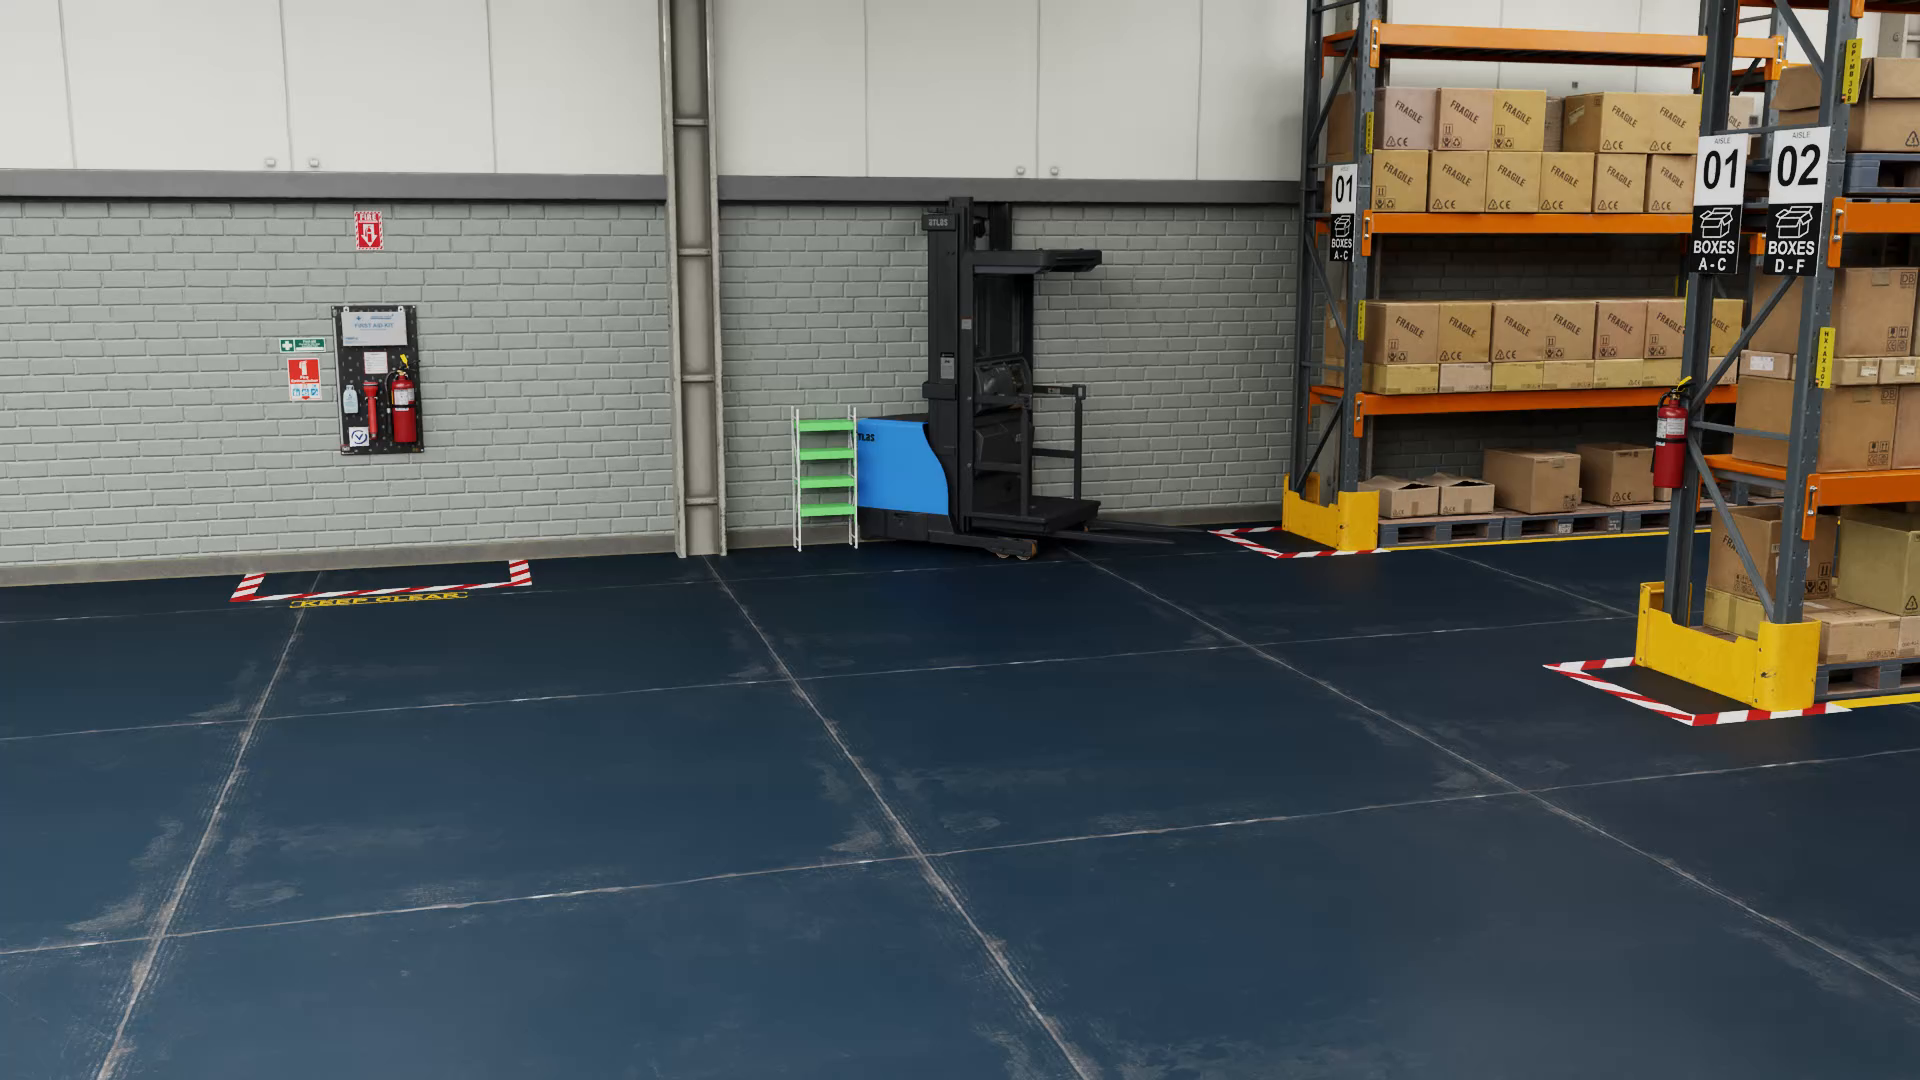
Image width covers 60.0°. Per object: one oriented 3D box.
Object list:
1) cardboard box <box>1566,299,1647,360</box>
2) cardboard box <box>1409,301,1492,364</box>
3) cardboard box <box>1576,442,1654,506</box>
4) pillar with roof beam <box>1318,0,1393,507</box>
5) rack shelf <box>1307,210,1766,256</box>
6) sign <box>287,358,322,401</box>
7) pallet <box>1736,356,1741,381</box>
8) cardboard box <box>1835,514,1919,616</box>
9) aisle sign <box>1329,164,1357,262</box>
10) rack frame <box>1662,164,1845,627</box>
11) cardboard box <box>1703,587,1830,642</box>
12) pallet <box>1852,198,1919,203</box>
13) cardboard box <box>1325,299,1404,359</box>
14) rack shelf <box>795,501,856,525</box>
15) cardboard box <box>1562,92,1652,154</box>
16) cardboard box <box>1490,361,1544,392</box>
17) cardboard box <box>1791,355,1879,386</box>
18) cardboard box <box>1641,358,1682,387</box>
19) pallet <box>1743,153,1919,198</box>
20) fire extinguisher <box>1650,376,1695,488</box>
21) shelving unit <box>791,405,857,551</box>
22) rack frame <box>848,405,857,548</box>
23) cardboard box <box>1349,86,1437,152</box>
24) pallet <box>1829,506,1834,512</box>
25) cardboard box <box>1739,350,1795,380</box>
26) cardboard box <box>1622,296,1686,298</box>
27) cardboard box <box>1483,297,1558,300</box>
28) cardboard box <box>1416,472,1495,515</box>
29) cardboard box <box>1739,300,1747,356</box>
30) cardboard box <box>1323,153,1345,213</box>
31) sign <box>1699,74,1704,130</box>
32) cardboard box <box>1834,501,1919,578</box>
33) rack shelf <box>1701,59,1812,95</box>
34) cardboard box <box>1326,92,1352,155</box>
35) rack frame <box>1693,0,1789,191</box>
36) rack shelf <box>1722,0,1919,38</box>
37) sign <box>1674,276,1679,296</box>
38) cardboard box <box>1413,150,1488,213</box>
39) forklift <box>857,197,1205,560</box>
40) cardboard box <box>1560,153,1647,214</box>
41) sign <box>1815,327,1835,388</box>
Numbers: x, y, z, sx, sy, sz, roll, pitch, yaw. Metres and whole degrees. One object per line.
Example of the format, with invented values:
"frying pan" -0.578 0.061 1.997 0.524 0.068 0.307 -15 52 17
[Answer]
"cardboard box" 5.668 -1.862 14.665 0.500 0.500 0.500 -3 11 -18
"cardboard box" 4.179 -1.783 14.233 0.500 0.500 0.500 -3 11 -16
"cardboard box" 6.014 -0.613 15.278 0.500 0.500 0.500 -4 11 -20
"pillar with roof beam" 4.792 -3.870 10.716 0.400 9.000 9.100 -3 11 -16
"rack shelf" 5.079 -2.705 14.658 4.000 0.370 1.077 -3 11 -16
"sign" -5.115 -1.254 12.974 0.234 0.329 0.001 -3 11 -16
"pallet" 7.774 -1.604 15.504 1.213 0.211 1.003 -3 11 -16
"cardboard box" 5.604 0.141 9.858 0.500 0.500 0.500 -3 11 -16
"aisle sign" 3.174 -2.705 13.776 0.004 0.787 0.394 -3 11 -16
"rack frame" 4.547 -0.622 9.638 0.127 3.000 1.000 -3 11 -16
"cardboard box" 4.979 0.446 10.275 0.500 0.250 0.500 -3 11 -16
"pallet" 8.617 -3.134 15.517 1.003 0.211 1.213 -3 11 -16
"cardboard box" 3.552 -1.848 14.589 0.500 0.500 0.500 -3 11 -17
"rack shelf" -1.150 -0.229 14.157 0.480 0.148 0.258 -3 11 -17
"cardboard box" 5.572 -3.581 14.334 0.500 0.500 0.500 -3 11 -18
"cardboard box" 4.702 -1.442 14.451 0.500 0.250 0.500 -3 11 -17
"cardboard box" 4.984 -0.972 9.475 0.250 0.149 0.380 -3 11 -16
"cardboard box" 6.149 -1.521 14.881 0.500 0.250 0.500 -3 11 -16
"pallet" 5.233 -2.085 9.544 1.213 0.211 1.003 -3 11 -16
"fire extinguisher" 4.304 -0.658 10.051 0.183 0.674 0.296 -3 11 -16
"shelving unit" -1.150 -0.528 14.102 0.503 1.200 0.258 -3 11 -17
"rack frame" -0.916 -0.541 14.171 0.015 1.200 0.240 -3 11 -17
"cardboard box" 3.597 -3.486 13.818 0.500 0.500 0.500 -4 11 -20
"pallet" 8.920 -0.416 16.221 1.213 0.211 1.003 -3 11 -16
"cardboard box" 4.861 -1.042 9.855 0.250 0.149 0.380 -3 11 -17
"cardboard box" 6.490 -2.002 15.426 0.500 0.500 0.500 -3 11 -17
"cardboard box" 5.017 -1.924 15.003 0.500 0.500 0.500 -3 11 -15
"cardboard box" 4.396 -0.425 14.780 0.500 0.311 0.500 -2 11 -11
"cardboard box" 7.498 -1.970 15.473 0.500 0.500 0.700 -3 11 -16
"cardboard box" 3.489 -3.082 14.386 0.500 0.500 0.500 -2 11 -12
"sign" 4.409 -2.588 9.810 0.005 0.325 0.100 -3 11 -16
"cardboard box" 5.935 0.023 10.498 0.500 0.500 0.500 -3 11 -16
"rack shelf" 8.920 -4.186 15.522 4.000 0.370 1.077 -3 11 -16
"cardboard box" 3.500 -3.576 14.307 0.500 0.500 0.500 -3 11 -13
"rack frame" 6.999 -4.635 14.871 0.127 3.000 1.000 -3 11 -16
"rack shelf" 6.467 -3.123 9.746 4.000 0.370 1.077 -3 11 -16
"sign" 6.841 -2.351 15.833 0.005 0.325 0.100 -3 11 -16
"cardboard box" 4.075 -3.011 14.002 0.500 0.500 0.500 -2 11 -12
"forklift" 0.545 -1.385 13.973 3.031 2.935 1.130 6 12 29
"cardboard box" 5.573 -3.093 14.445 0.500 0.500 0.500 -3 11 -18
"sign" 4.696 -0.990 9.027 0.005 0.325 0.100 -3 11 -16
